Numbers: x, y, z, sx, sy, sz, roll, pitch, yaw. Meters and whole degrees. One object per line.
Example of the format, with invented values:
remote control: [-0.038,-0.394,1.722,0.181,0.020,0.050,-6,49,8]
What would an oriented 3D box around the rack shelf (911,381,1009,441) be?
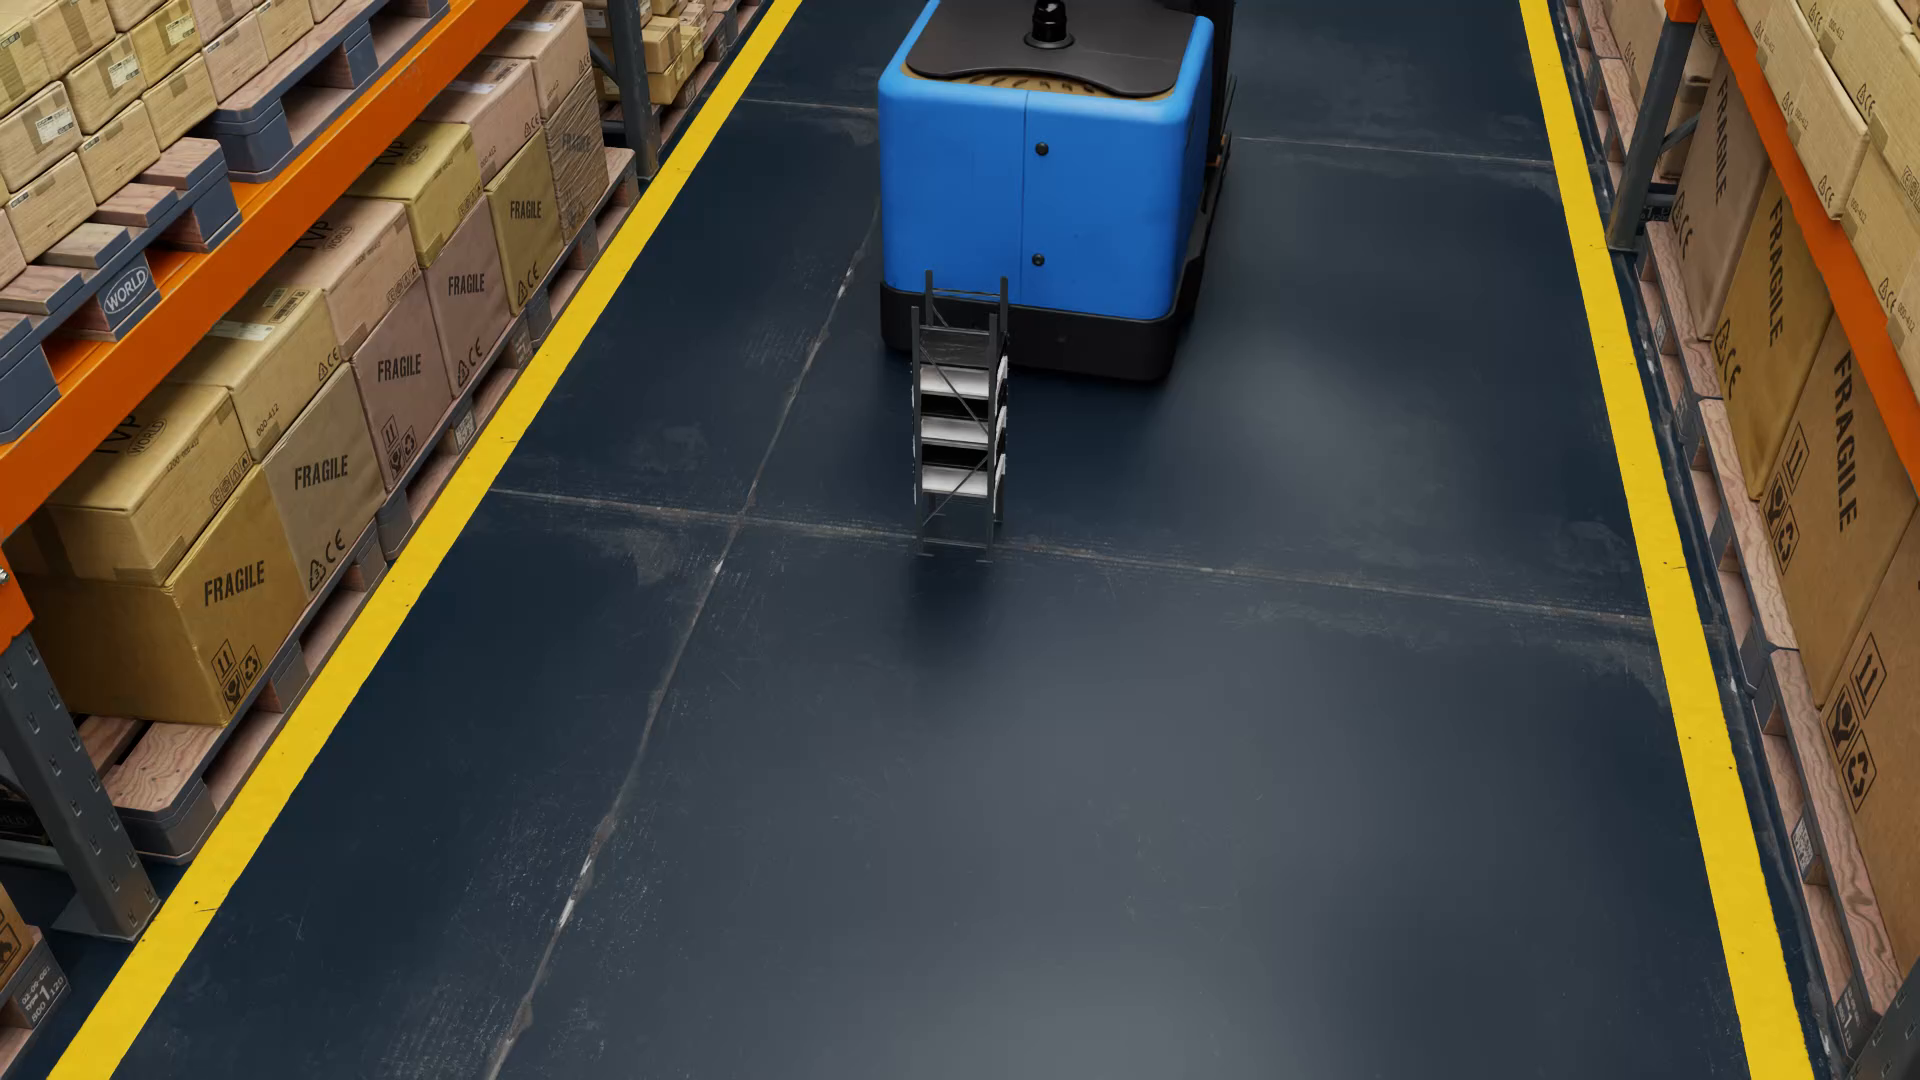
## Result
rack shelf: [0.001,-0.396,4.933,0.258,0.077,0.200,6,40,8]

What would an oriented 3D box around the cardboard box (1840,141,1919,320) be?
cardboard box: [2.407,-0.706,3.868,0.500,0.250,0.500,6,40,7]

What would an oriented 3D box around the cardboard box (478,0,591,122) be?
cardboard box: [-1.681,-1.766,6.076,0.500,0.250,0.500,5,40,6]

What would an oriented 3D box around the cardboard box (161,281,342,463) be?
cardboard box: [-2.048,-0.476,4.515,0.500,0.250,0.500,6,40,7]

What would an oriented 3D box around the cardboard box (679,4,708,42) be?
cardboard box: [-1.384,-2.359,7.657,0.380,0.149,0.250,6,40,7]

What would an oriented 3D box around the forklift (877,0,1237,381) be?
forklift: [0.548,-2.632,6.133,1.130,2.935,3.031,8,40,10]

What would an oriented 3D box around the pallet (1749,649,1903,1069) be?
pallet: [2.610,0.807,4.109,1.003,0.211,1.213,6,40,8]

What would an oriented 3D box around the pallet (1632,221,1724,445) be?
pallet: [3.033,-0.725,5.961,1.003,0.211,1.213,6,40,8]

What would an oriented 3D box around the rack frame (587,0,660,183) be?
rack frame: [-1.801,-2.774,6.251,1.000,3.000,0.127,6,40,8]

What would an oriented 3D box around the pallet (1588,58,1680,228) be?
pallet: [3.300,-1.686,7.123,1.003,0.211,1.213,6,40,8]

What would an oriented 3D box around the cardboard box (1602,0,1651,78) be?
cardboard box: [3.461,-2.410,7.493,0.875,0.438,0.875,5,40,6]

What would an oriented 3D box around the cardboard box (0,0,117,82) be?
cardboard box: [-2.132,-1.149,3.687,0.380,0.149,0.250,6,40,7]

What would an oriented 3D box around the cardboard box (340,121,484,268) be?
cardboard box: [-1.860,-1.112,5.285,0.500,0.250,0.500,5,40,6]

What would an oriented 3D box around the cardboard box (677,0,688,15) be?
cardboard box: [-1.461,-2.470,7.558,0.380,0.149,0.250,6,40,7]

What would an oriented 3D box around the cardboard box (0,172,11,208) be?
cardboard box: [-2.212,-0.725,3.407,0.380,0.149,0.250,8,40,10]

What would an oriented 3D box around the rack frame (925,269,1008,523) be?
rack frame: [0.019,-0.416,5.047,0.240,0.900,0.006,6,40,8]

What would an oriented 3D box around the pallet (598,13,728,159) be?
pallet: [-1.720,-2.125,7.655,1.003,0.211,1.213,6,40,8]

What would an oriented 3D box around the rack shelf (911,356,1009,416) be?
rack shelf: [0.001,-0.465,4.876,0.258,0.077,0.200,6,40,8]

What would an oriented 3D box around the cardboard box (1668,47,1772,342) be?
cardboard box: [3.063,-1.237,5.730,0.875,0.875,0.875,8,40,9]

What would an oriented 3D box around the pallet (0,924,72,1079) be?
pallet: [-2.704,1.297,3.515,1.003,0.211,1.213,6,40,8]

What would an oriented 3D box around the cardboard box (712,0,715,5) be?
cardboard box: [-1.377,-2.697,8.065,0.380,0.149,0.250,5,40,6]

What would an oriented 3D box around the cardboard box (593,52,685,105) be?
cardboard box: [-1.422,-2.030,7.260,0.380,0.149,0.250,5,40,6]

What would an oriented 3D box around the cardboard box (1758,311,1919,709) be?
cardboard box: [2.759,-0.108,4.365,0.875,0.875,0.875,7,40,8]

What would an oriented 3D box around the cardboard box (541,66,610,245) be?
cardboard box: [-1.681,-1.480,6.319,0.500,0.500,0.500,6,40,7]

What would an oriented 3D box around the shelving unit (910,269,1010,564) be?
shelving unit: [0.001,-0.352,4.969,0.258,0.900,0.210,6,40,8]

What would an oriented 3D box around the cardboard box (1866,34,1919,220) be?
cardboard box: [2.387,-0.894,3.703,0.500,0.250,0.500,5,40,7]

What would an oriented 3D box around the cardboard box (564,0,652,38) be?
cardboard box: [-1.537,-2.260,7.070,0.380,0.149,0.250,8,40,9]

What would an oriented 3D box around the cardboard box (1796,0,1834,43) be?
cardboard box: [2.562,-1.538,4.481,0.500,0.250,0.500,7,40,8]

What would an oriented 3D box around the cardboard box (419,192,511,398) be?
cardboard box: [-1.863,-0.837,5.541,0.500,0.500,0.500,6,40,7]

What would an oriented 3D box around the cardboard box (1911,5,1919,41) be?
cardboard box: [2.405,-1.193,3.475,0.500,0.500,0.500,6,40,8]

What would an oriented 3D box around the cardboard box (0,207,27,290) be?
cardboard box: [-2.217,-0.588,3.474,0.380,0.149,0.250,6,40,7]

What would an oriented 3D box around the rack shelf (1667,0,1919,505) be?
rack shelf: [2.746,-0.759,4.379,1.077,0.370,4.000,6,40,8]

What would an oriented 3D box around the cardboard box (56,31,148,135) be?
cardboard box: [-2.124,-1.063,3.816,0.380,0.149,0.250,5,40,6]

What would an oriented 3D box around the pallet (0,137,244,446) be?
pallet: [-2.475,-0.649,3.831,1.213,0.211,1.003,6,40,8]

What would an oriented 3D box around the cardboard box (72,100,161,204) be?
cardboard box: [-2.124,-0.925,3.883,0.380,0.149,0.250,8,40,10]

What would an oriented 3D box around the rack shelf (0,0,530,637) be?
rack shelf: [-2.147,-1.242,4.963,1.077,0.370,4.000,6,40,8]

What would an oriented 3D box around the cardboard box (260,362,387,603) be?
cardboard box: [-2.036,-0.194,4.763,0.500,0.500,0.500,7,40,8]

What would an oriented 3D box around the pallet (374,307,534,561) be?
pallet: [-2.143,-0.443,5.620,1.003,0.211,1.213,6,40,8]

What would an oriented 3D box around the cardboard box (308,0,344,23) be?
cardboard box: [-1.943,-1.583,4.678,0.380,0.149,0.250,5,40,6]

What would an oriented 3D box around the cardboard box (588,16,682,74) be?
cardboard box: [-1.423,-2.144,7.164,0.380,0.149,0.250,8,40,10]

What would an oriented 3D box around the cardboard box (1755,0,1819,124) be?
cardboard box: [2.563,-1.342,4.637,0.500,0.250,0.500,6,40,7]

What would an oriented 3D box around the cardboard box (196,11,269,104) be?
cardboard box: [-2.035,-1.262,4.290,0.380,0.149,0.250,8,40,9]

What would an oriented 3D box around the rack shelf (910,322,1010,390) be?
rack shelf: [0.001,-0.534,4.819,0.258,0.077,0.200,6,40,8]

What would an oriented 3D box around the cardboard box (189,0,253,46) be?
cardboard box: [-2.037,-1.378,4.196,0.380,0.149,0.250,6,40,8]
